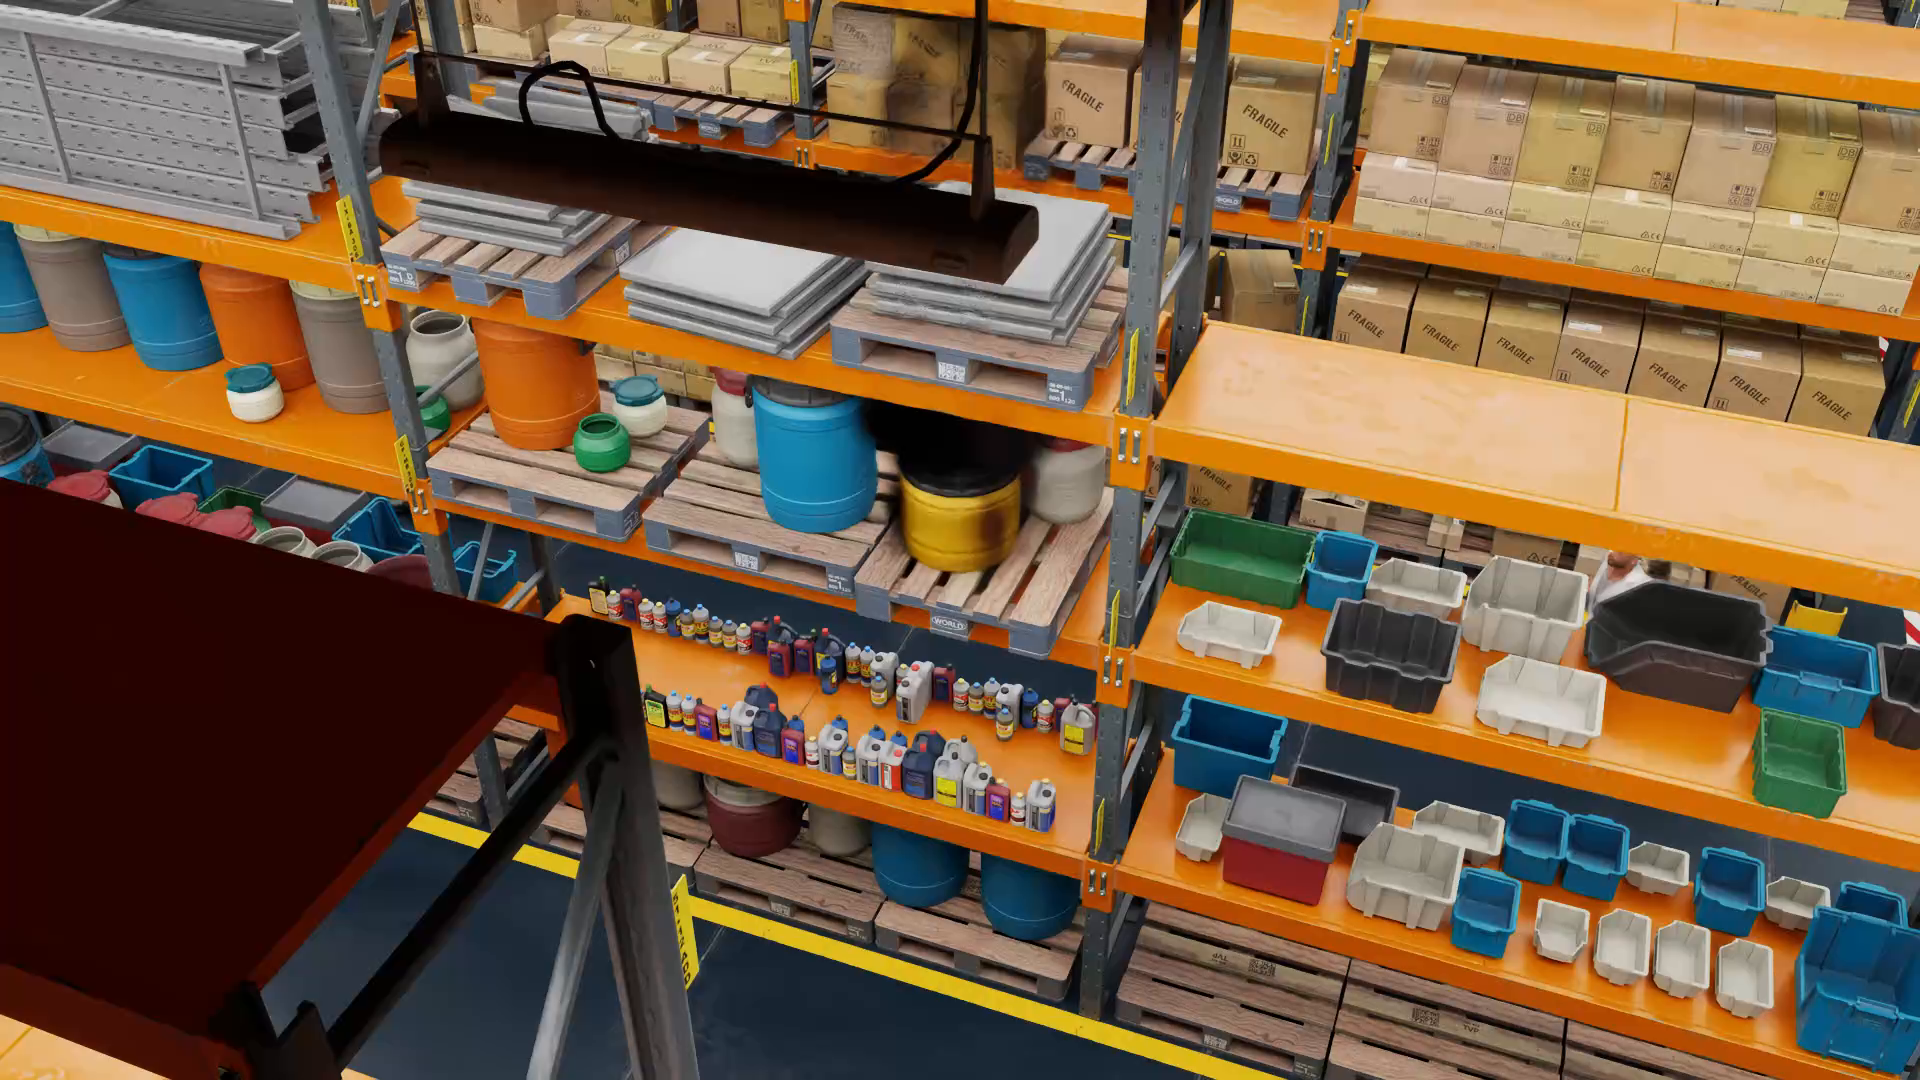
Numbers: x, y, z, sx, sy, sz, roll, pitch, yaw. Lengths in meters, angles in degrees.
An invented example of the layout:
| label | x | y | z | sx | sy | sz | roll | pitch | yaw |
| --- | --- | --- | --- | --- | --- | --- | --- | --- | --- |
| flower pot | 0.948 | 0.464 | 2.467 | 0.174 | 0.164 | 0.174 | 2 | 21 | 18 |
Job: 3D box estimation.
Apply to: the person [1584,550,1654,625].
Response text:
| label | x | y | z | sx | sy | sz | roll | pitch | yaw |
| --- | --- | --- | --- | --- | --- | --- | --- | --- | --- |
| person | 4.233 | 0.655 | 11.027 | 0.680 | 1.792 | 0.616 | 2 | 37 | 2 |

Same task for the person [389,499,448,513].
| label | x | y | z | sx | sy | sz | roll | pitch | yaw |
| --- | --- | --- | --- | --- | --- | --- | --- | --- | --- |
| person | -4.374 | -0.934 | 13.191 | 0.762 | 1.739 | 0.709 | 7 | 37 | 10 |
